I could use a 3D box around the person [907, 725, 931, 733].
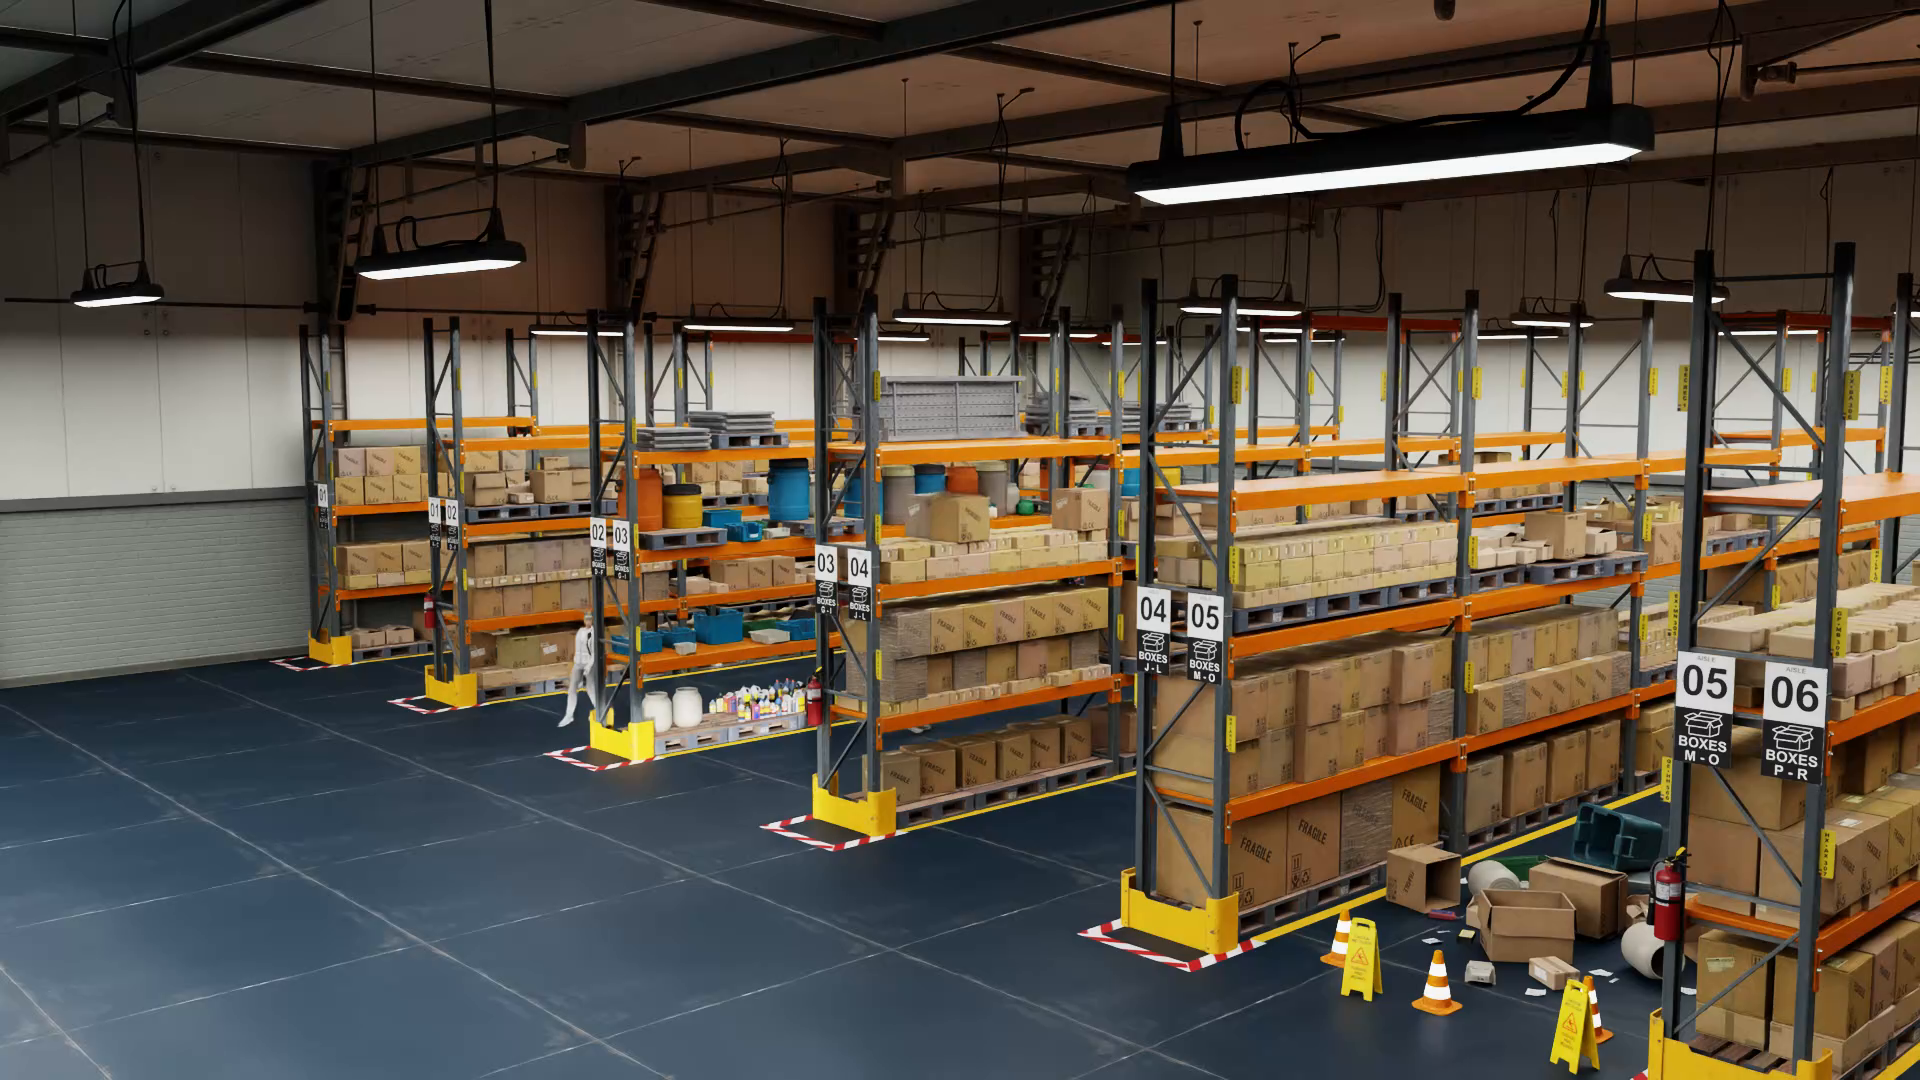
[{"bbox_3d":[-0.603,1.928,23.854,0.490,1.679,0.439,-2,6,-19],"label":"person"}]

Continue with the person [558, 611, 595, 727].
[{"bbox_3d":[-5.544,1.874,24.530,0.514,1.672,0.561,3,6,25],"label":"person"}]
